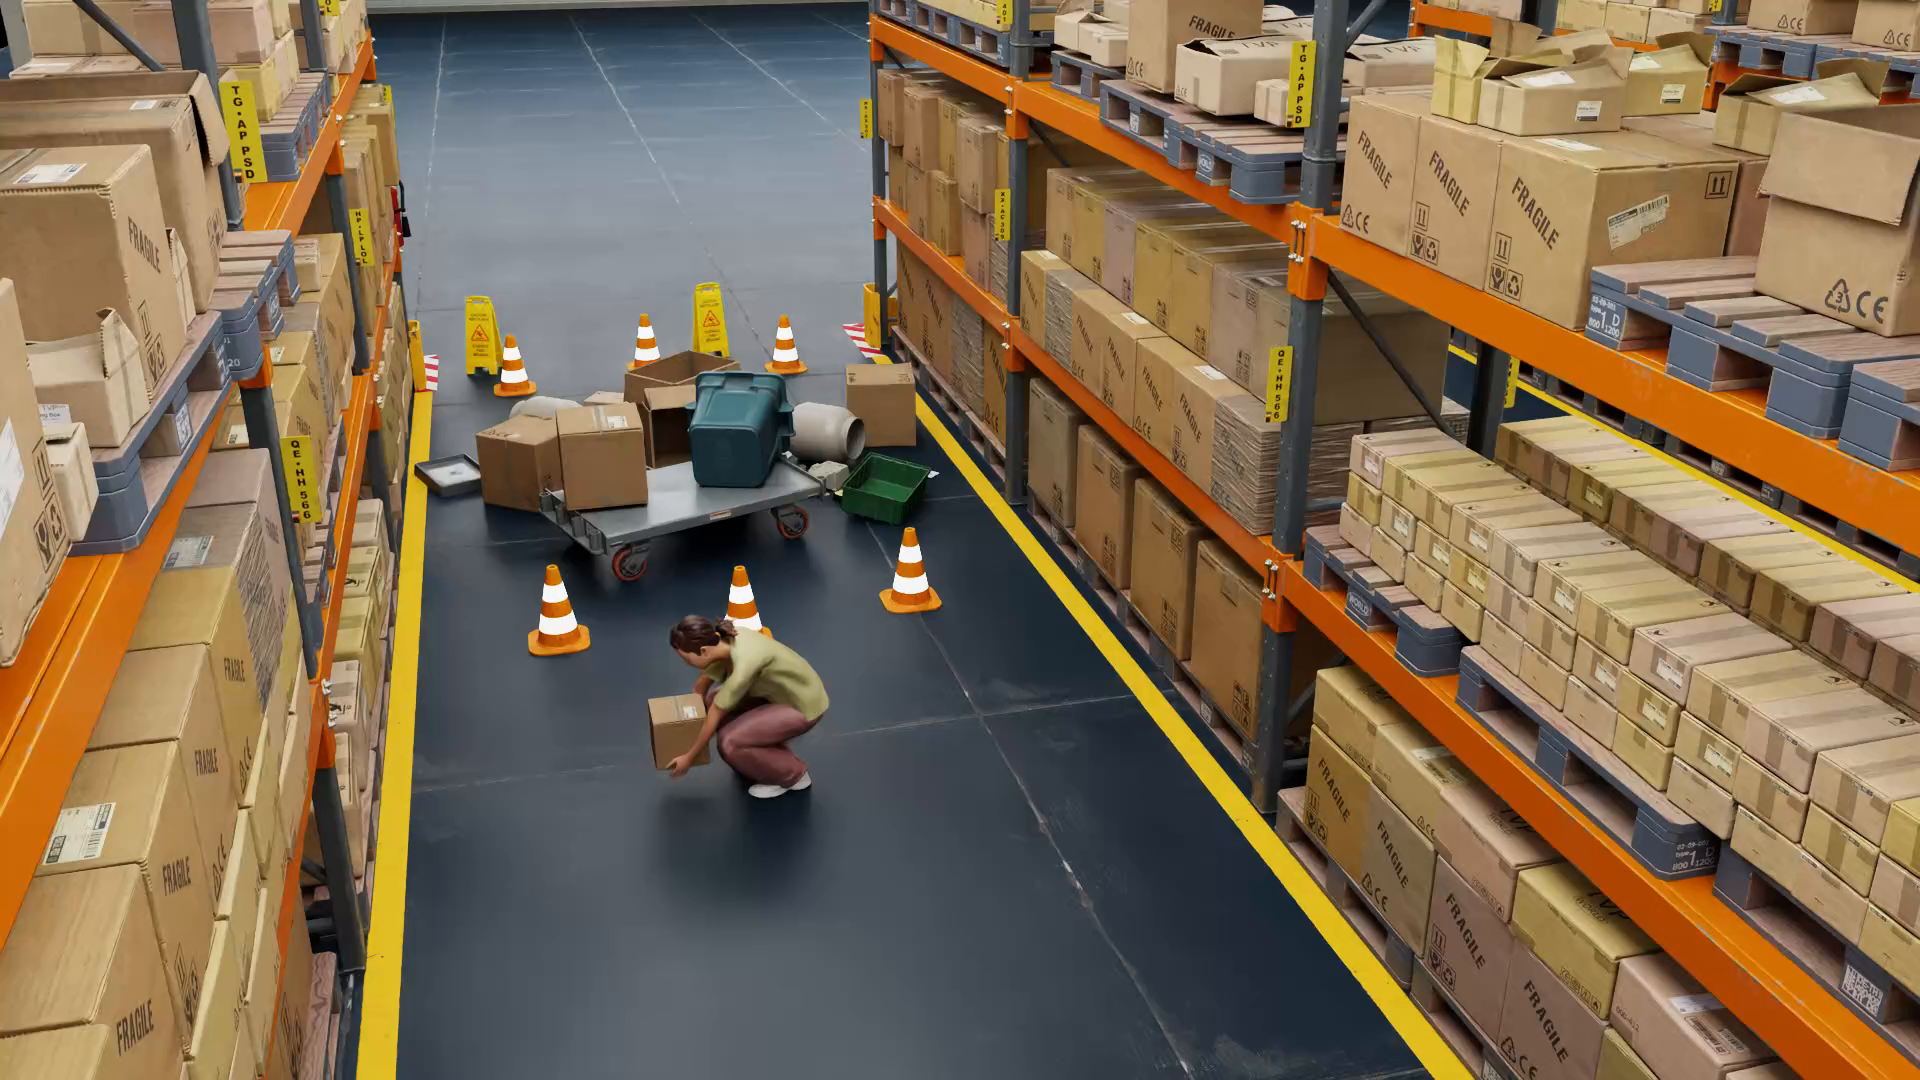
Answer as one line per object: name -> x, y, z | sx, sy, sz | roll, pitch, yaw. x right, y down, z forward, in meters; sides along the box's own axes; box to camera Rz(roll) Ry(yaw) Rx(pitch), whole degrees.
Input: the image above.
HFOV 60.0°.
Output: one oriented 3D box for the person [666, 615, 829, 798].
person -> -1.014, 0.739, 7.803 | 0.796, 0.947, 0.463 | -7, 24, -15
